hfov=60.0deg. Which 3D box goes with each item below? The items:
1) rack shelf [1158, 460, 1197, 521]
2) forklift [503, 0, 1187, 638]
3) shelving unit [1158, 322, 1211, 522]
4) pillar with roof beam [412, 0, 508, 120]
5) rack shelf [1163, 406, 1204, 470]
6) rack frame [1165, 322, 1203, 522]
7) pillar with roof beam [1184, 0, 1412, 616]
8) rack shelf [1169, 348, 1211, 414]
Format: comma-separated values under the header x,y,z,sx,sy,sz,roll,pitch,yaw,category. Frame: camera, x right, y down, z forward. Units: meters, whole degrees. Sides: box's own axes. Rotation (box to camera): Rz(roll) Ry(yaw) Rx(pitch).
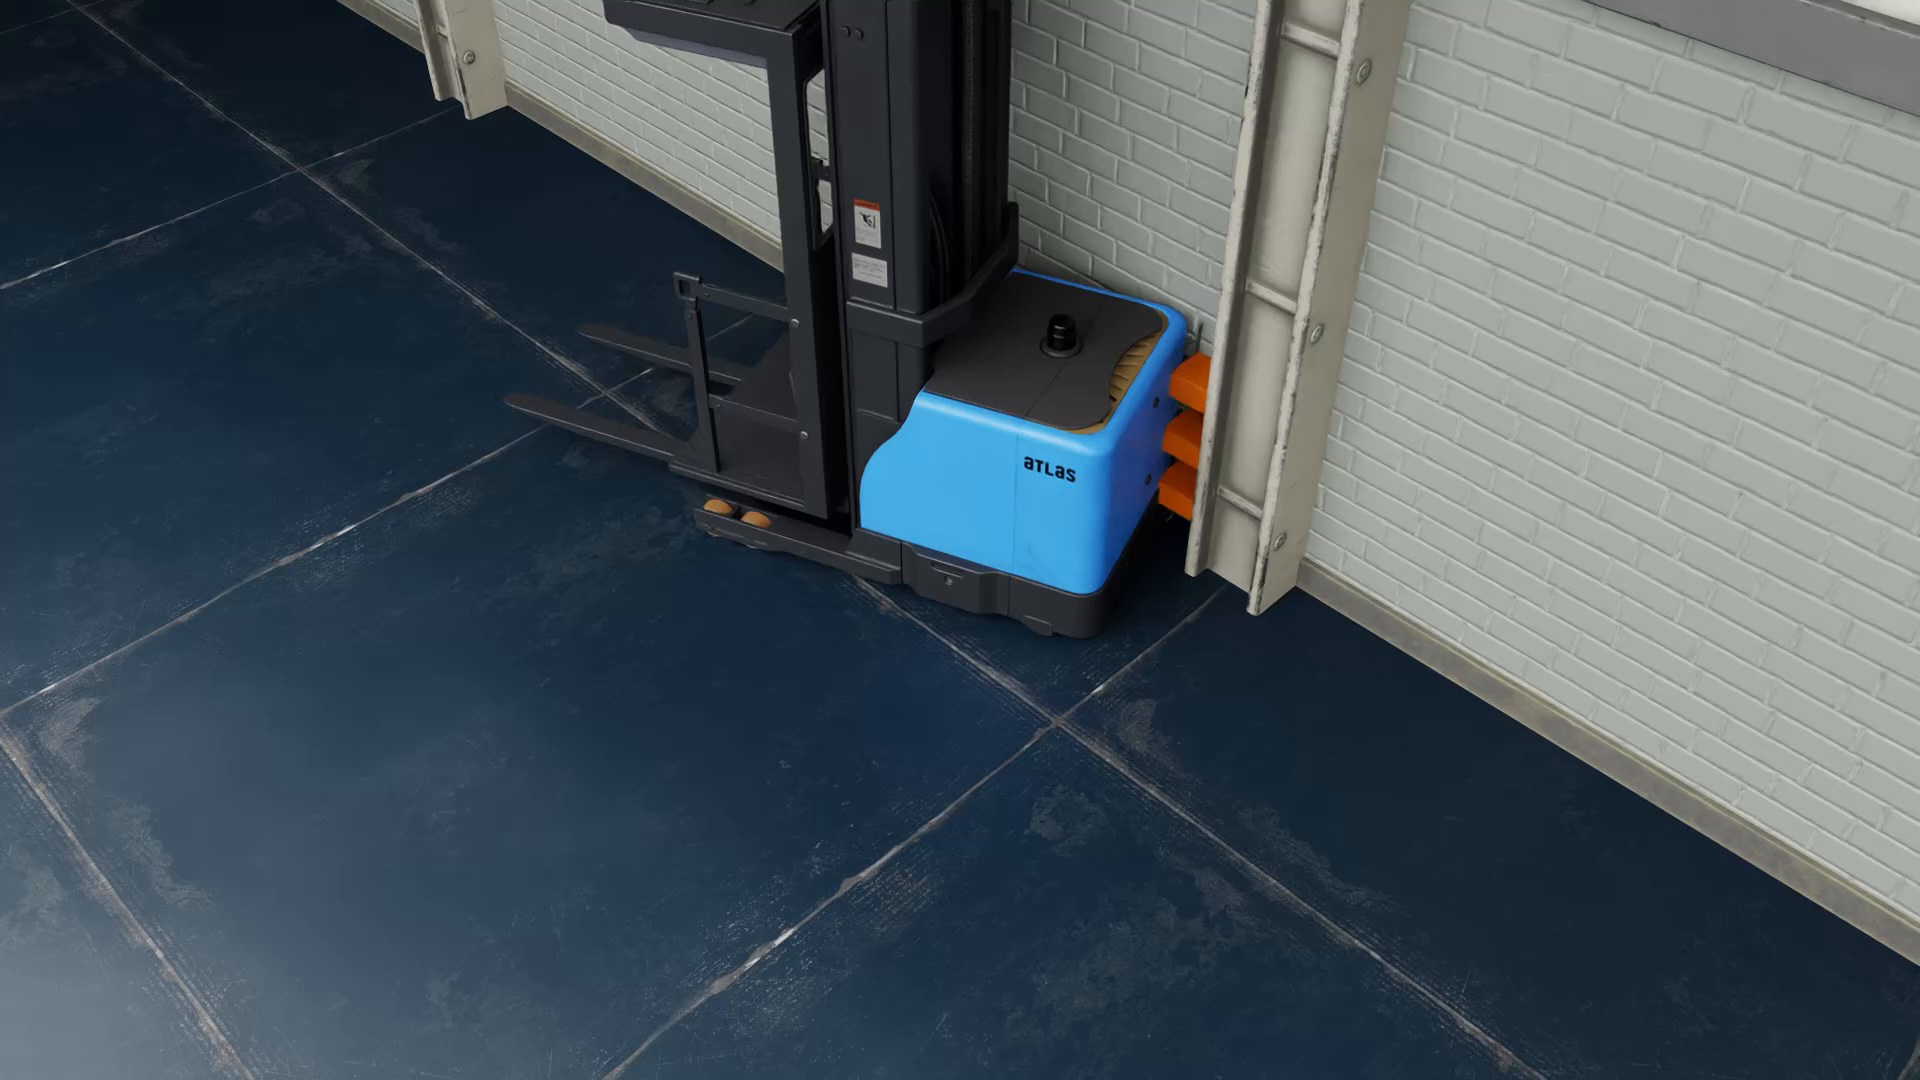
x,y,z,sx,sy,sz,roll,pitch,yaw,category
0.980,-0.174,7.212,0.240,0.259,0.215,34,50,30,rack shelf
-0.616,-1.345,6.664,3.031,2.935,1.130,17,45,18,forklift
0.990,-0.390,7.020,0.252,1.050,0.215,34,50,30,shelving unit
-6.066,-3.969,5.032,9.100,9.000,0.400,-34,53,-31,pillar with roof beam
0.990,-0.382,7.027,0.240,0.259,0.215,34,50,30,rack shelf
0.902,-0.448,7.082,0.008,1.050,0.200,34,50,30,rack frame
-1.829,-1.086,1.912,9.100,9.000,0.400,-34,53,-31,pillar with roof beam
0.999,-0.594,6.839,0.240,0.259,0.215,34,50,30,rack shelf
